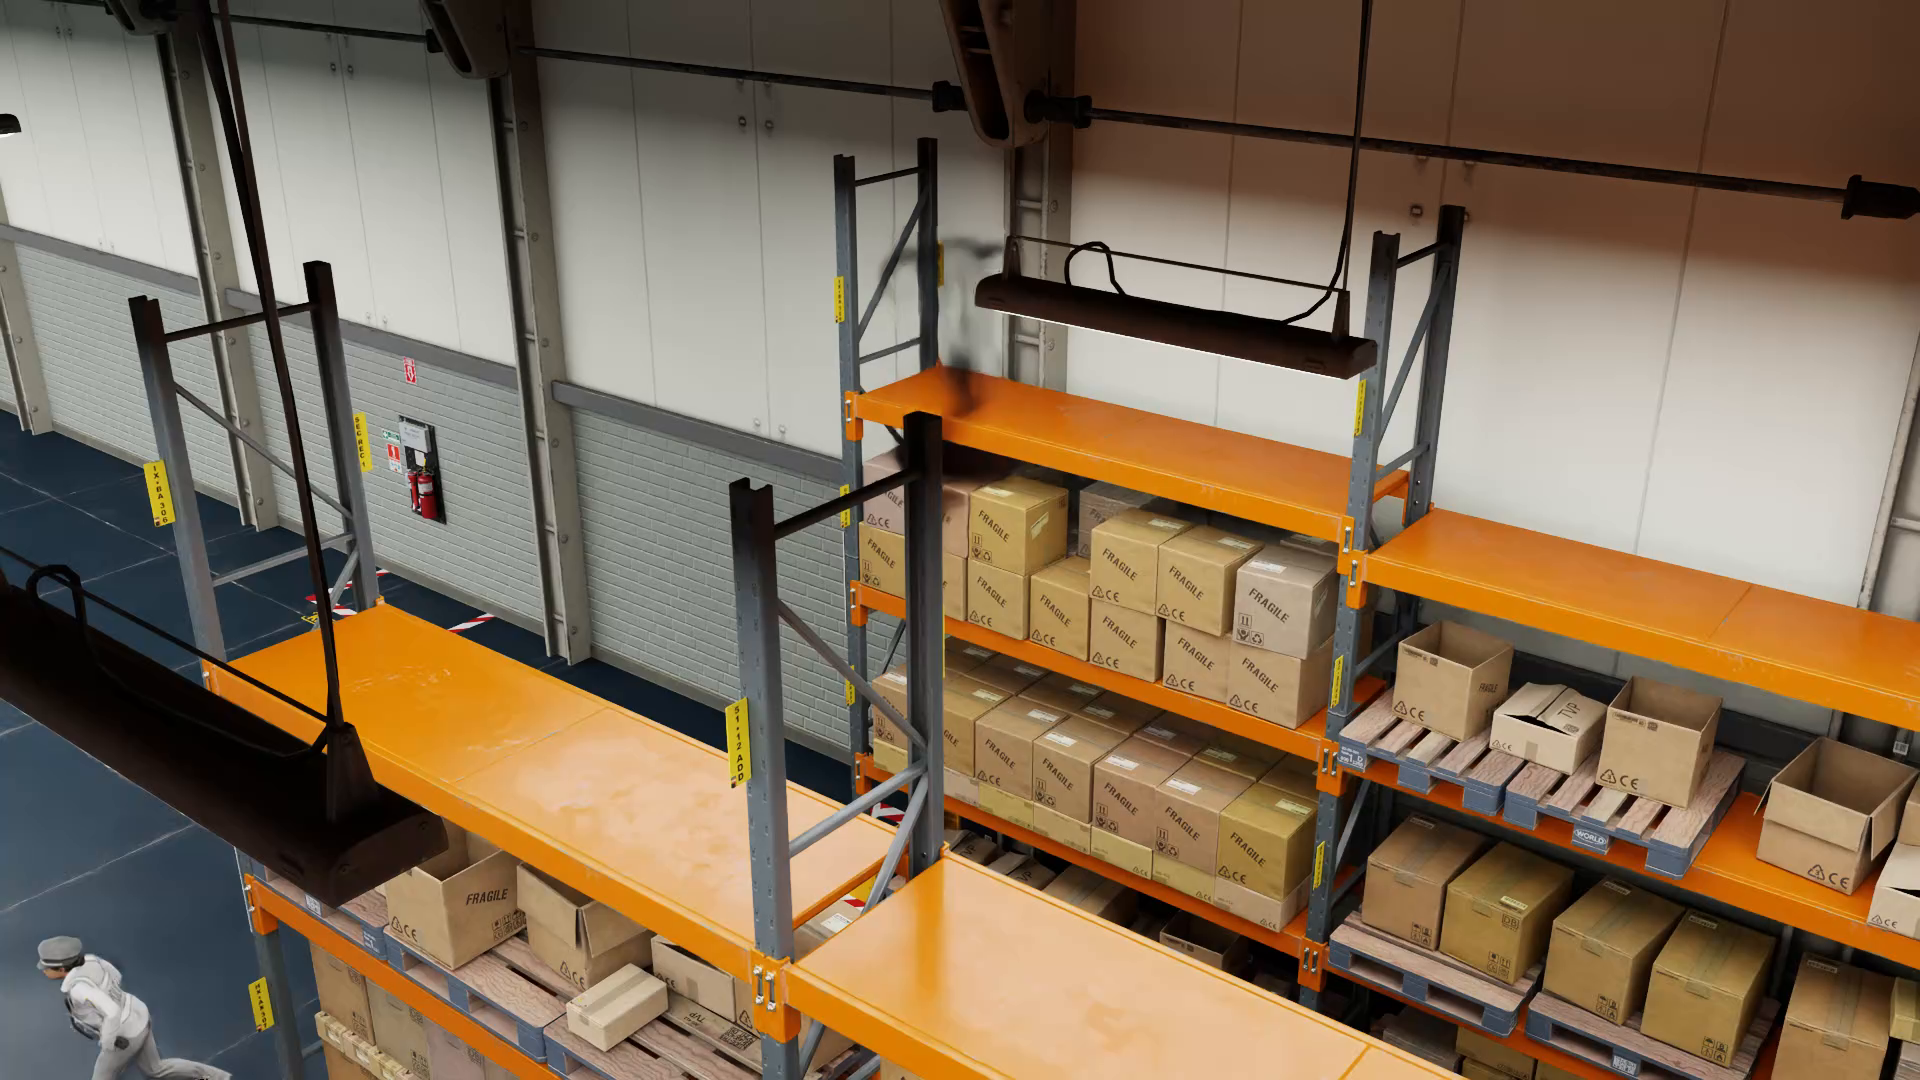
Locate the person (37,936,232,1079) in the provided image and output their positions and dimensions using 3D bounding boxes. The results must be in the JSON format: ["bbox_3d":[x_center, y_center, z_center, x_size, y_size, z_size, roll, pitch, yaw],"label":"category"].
[{"bbox_3d":[-5.359,3.246,10.867,0.966,1.630,0.647,-10,25,-22],"label":"person"}]
